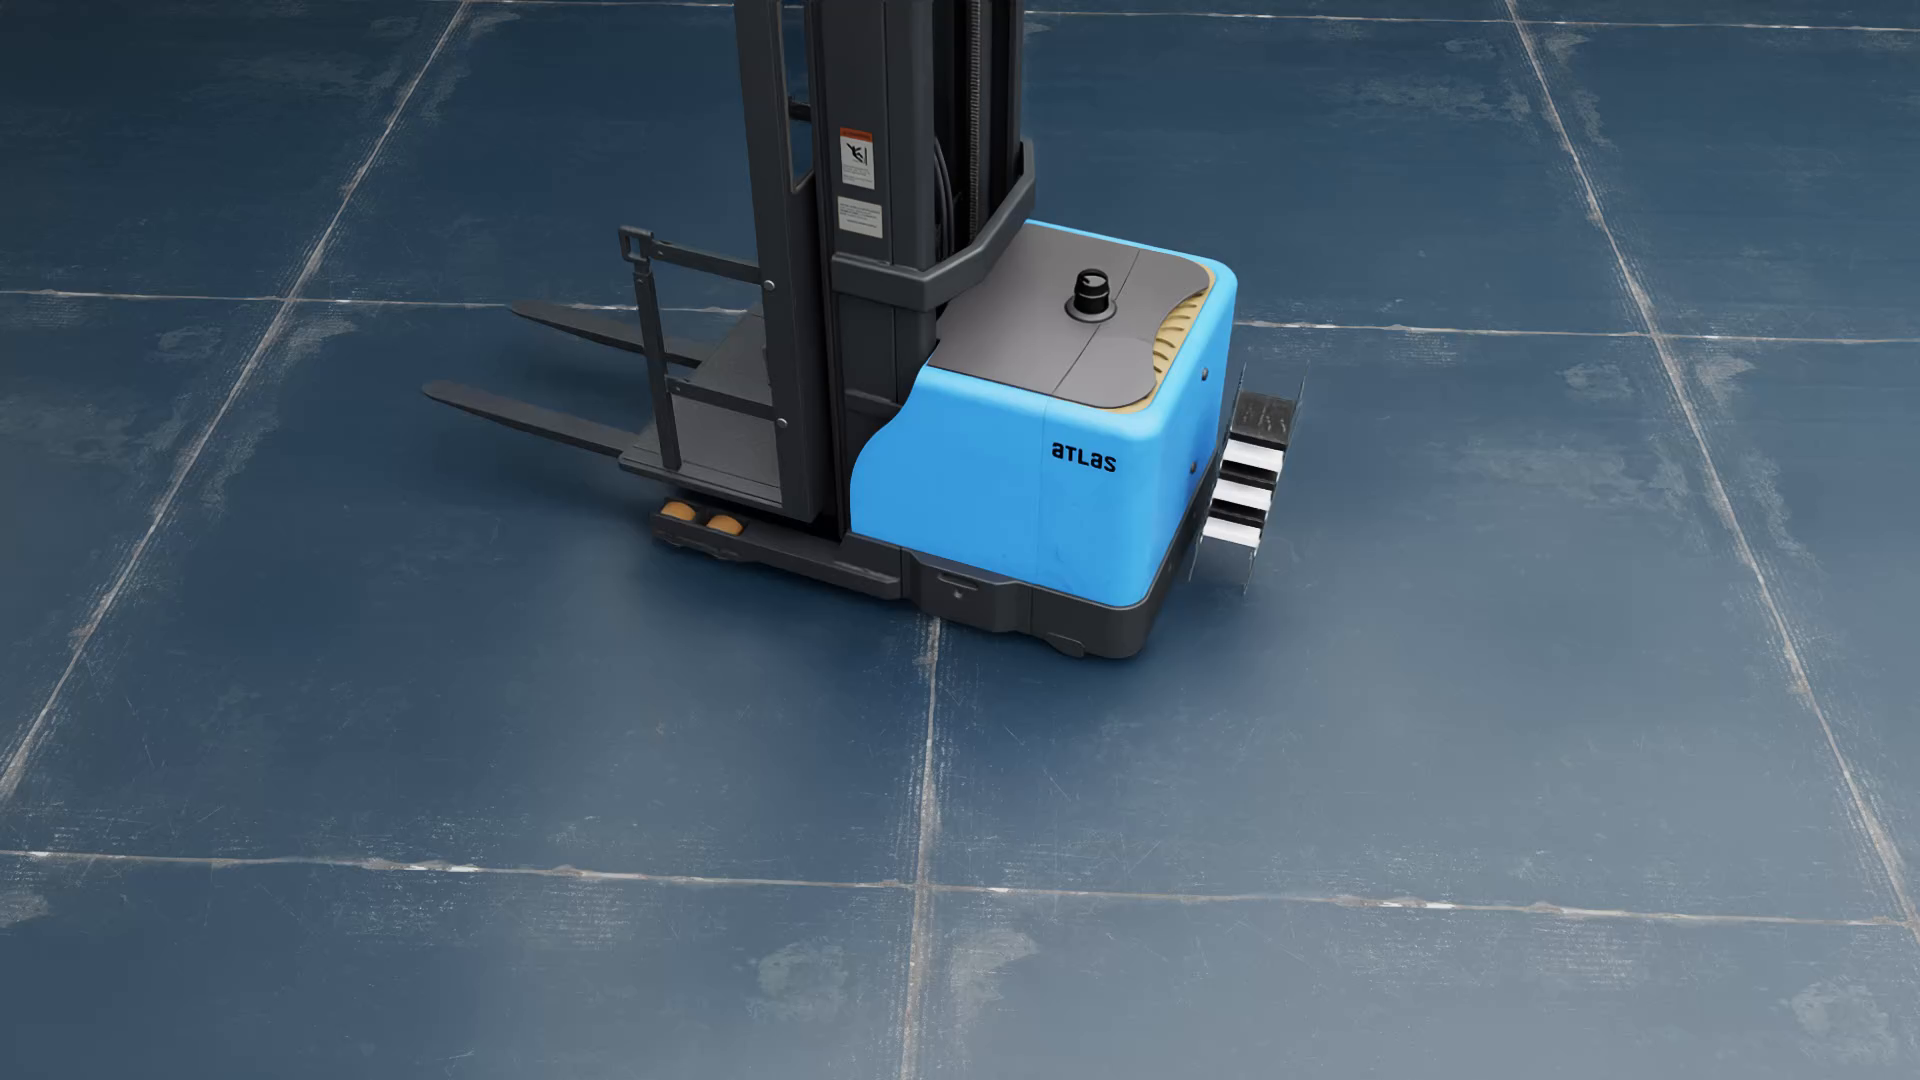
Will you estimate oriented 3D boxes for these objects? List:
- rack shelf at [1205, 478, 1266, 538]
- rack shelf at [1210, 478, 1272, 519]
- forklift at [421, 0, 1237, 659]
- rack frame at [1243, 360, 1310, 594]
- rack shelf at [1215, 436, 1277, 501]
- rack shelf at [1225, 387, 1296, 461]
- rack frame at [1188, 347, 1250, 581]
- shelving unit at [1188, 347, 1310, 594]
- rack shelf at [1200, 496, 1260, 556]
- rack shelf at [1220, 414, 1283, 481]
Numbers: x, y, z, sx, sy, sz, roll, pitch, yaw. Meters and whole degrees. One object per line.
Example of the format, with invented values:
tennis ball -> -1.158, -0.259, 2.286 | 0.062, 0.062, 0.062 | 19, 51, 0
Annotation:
rack shelf -> 0.993, -0.139, 5.908 | 0.200, 0.077, 0.258 | 14, 45, 7
rack shelf -> 1.001, -0.204, 5.845 | 0.200, 0.077, 0.258 | 14, 45, 7
forklift -> -0.603, -1.315, 5.511 | 3.031, 2.935, 1.130 | 16, 45, 16
rack frame -> 1.102, -0.203, 5.810 | 0.006, 0.900, 0.240 | 14, 45, 7
rack shelf -> 1.009, -0.268, 5.783 | 0.200, 0.077, 0.258 | 14, 45, 7
rack shelf -> 1.025, -0.396, 5.657 | 0.200, 0.077, 0.258 | 14, 45, 7
rack frame -> 0.906, -0.252, 5.834 | 0.006, 0.900, 0.240 | 14, 45, 7
shelving unit -> 1.004, -0.227, 5.822 | 0.210, 0.900, 0.258 | 14, 45, 7
rack shelf -> 0.985, -0.075, 5.971 | 0.200, 0.077, 0.258 | 14, 45, 7
rack shelf -> 1.017, -0.332, 5.720 | 0.200, 0.077, 0.258 | 14, 45, 7
